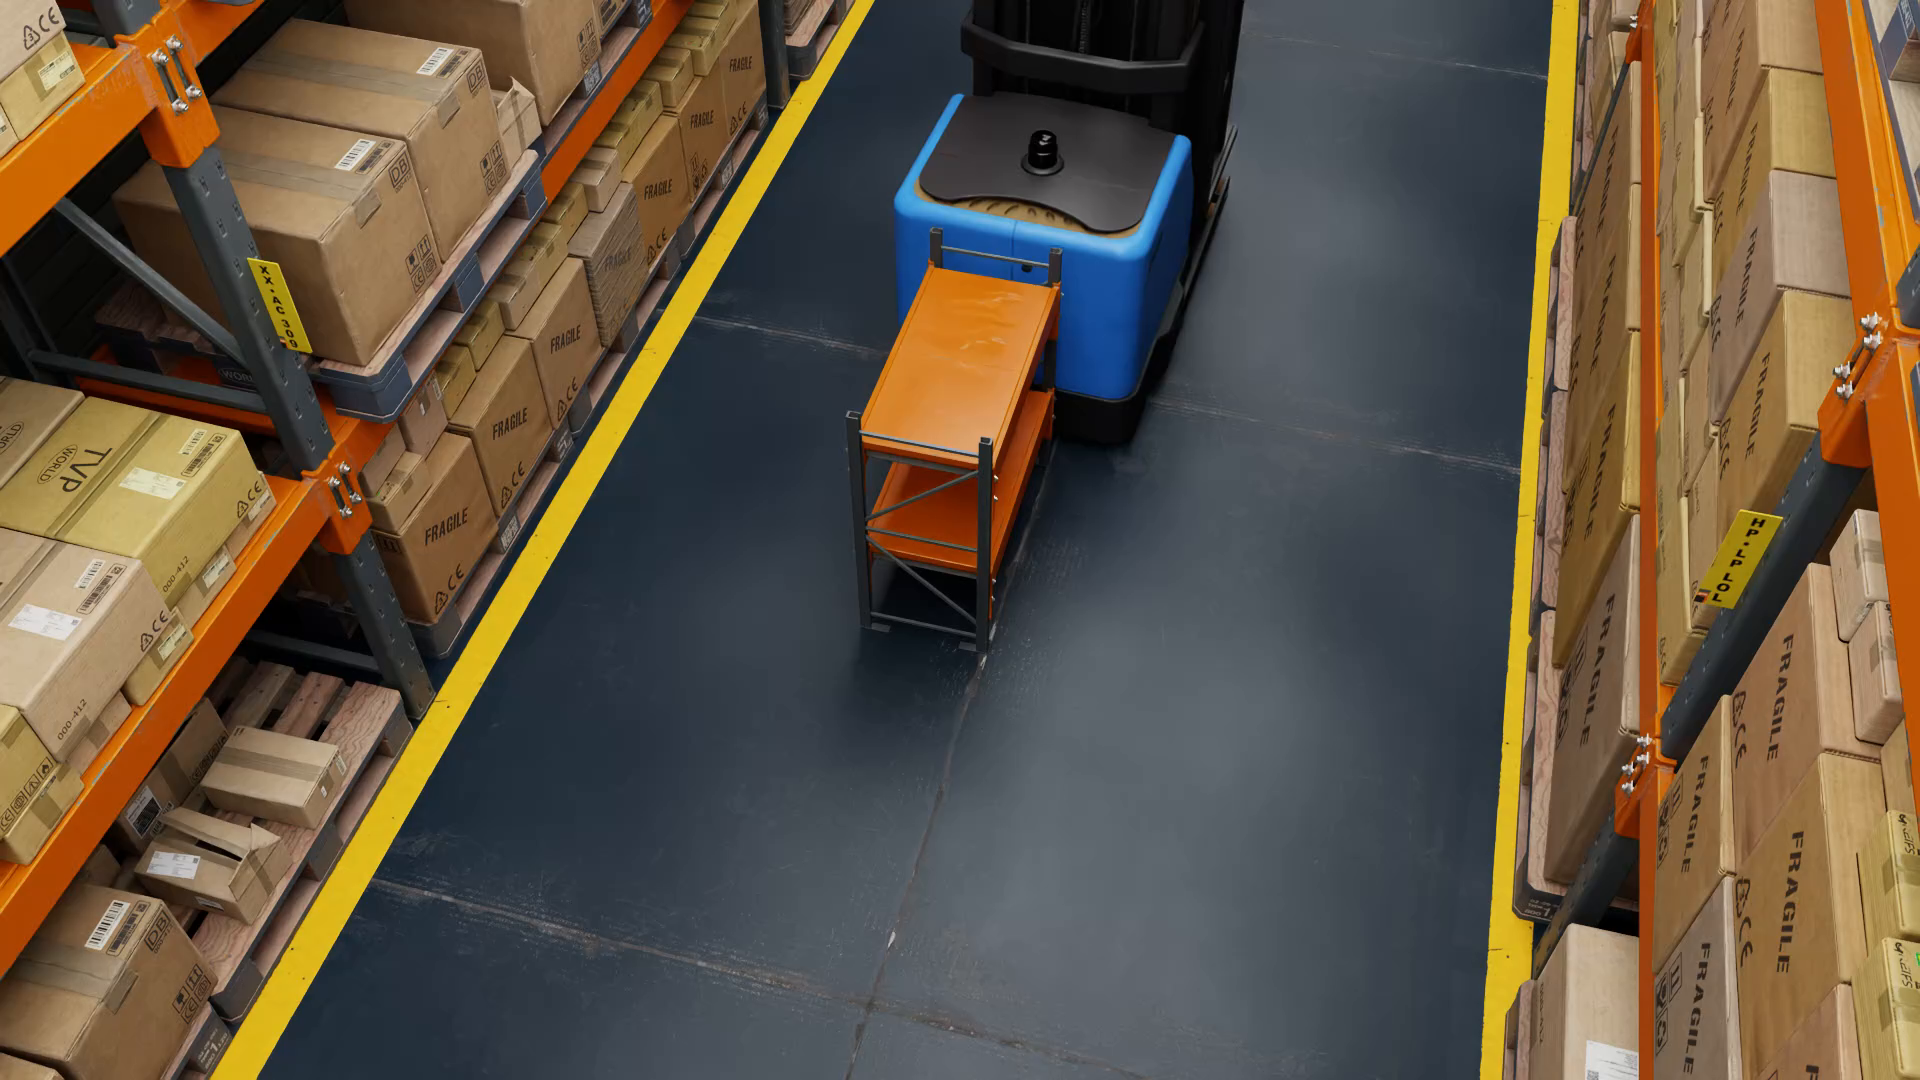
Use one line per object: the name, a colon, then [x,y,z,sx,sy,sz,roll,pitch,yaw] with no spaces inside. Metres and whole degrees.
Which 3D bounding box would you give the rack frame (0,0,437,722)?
rack frame: [-2.436,-0.471,5.084,1.000,3.000,0.127,12,50,10]

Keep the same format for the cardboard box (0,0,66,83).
cardboard box: [-2.322,-1.114,3.552,0.500,0.250,0.500,12,50,10]

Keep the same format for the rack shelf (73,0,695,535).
rack shelf: [-1.910,-1.679,6.630,1.077,0.370,4.000,12,50,10]

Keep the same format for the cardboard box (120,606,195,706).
cardboard box: [-2.369,0.278,4.590,0.380,0.149,0.250,13,50,11]

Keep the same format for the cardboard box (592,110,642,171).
cardboard box: [-1.602,-1.735,7.154,0.380,0.149,0.250,11,49,9]

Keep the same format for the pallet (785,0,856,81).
pallet: [-1.129,-3.029,9.201,1.003,0.211,1.213,12,50,10]

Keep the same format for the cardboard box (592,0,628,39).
cardboard box: [-1.635,-2.320,6.367,0.797,0.503,0.637,11,49,9]

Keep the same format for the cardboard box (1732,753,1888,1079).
cardboard box: [1.855,0.803,3.226,0.500,0.500,0.500,11,49,10]

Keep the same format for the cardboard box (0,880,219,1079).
cardboard box: [-2.701,1.326,4.885,0.700,0.500,0.500,10,49,9]

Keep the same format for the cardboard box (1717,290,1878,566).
cardboard box: [2.229,-0.230,4.138,0.500,0.500,0.500,13,50,11]

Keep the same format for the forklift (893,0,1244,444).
forklift: [0.668,-2.504,6.924,1.130,2.935,3.031,14,50,12]

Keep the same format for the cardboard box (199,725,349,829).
cardboard box: [-2.300,0.795,5.588,0.380,0.149,0.250,10,49,9]

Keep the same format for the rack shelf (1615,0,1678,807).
rack shelf: [2.880,-0.702,5.768,1.077,0.370,4.000,12,50,10]

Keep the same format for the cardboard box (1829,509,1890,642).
cardboard box: [2.020,0.105,3.410,0.380,0.149,0.250,11,49,9]

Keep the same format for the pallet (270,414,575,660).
pallet: [-2.259,-0.144,6.655,1.003,0.211,1.213,12,50,10]

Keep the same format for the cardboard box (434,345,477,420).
cardboard box: [-2.031,-0.608,6.159,0.380,0.149,0.250,9,49,8]

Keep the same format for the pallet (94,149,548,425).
pallet: [-2.121,-0.964,5.647,1.003,0.211,1.213,12,50,10]

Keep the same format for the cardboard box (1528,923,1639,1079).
cardboard box: [2.084,1.648,4.642,0.875,0.438,0.875,11,49,9]

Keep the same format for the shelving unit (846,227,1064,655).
shelving unit: [-0.002,-0.367,6.243,0.538,1.125,1.048,12,50,10]

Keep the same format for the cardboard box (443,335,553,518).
cardboard box: [-1.961,-0.475,6.475,0.500,0.500,0.500,11,49,10]

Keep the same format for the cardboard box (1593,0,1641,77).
cardboard box: [3.751,-2.599,8.434,0.950,0.372,0.625,11,49,9]

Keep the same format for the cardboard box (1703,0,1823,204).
cardboard box: [2.632,-1.346,5.123,0.500,0.500,0.500,12,50,11]

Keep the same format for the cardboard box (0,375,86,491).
cardboard box: [-2.827,-0.214,4.759,0.500,0.250,0.500,11,50,10]

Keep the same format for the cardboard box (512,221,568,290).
cardboard box: [-1.802,-1.161,6.647,0.380,0.149,0.250,13,50,11]

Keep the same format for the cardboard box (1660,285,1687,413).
cardboard box: [2.514,-0.548,5.252,0.500,0.250,0.500,10,49,9]

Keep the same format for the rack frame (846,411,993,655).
rack frame: [-0.136,0.000,5.918,0.500,1.125,0.032,12,50,10]

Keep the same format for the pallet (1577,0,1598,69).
pallet: [3.936,-2.909,9.095,1.003,0.211,1.213,12,50,10]

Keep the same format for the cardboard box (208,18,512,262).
cardboard box: [-1.957,-1.323,5.489,0.700,0.500,0.500,12,50,10]

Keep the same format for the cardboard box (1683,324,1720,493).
cardboard box: [2.359,-0.339,4.734,0.500,0.250,0.500,13,50,11]

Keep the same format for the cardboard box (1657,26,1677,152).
cardboard box: [2.916,-1.658,6.232,0.500,0.250,0.500,10,49,9]

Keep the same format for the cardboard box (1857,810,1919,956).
cardboard box: [1.817,0.654,2.925,0.380,0.149,0.250,11,50,10]

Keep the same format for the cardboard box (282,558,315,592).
cardboard box: [-2.593,-0.196,6.228,0.500,0.500,0.500,11,50,10]

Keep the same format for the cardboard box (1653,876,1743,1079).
cardboard box: [1.841,1.124,3.609,0.500,0.500,0.500,12,50,10]

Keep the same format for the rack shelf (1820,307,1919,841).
rack shelf: [1.827,1.198,2.090,1.077,0.370,4.000,12,50,10]

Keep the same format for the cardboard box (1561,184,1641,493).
cardboard box: [2.905,-0.695,6.419,0.875,0.875,0.875,12,50,10]

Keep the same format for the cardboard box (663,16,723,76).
cardboard box: [-1.311,-2.280,7.635,0.380,0.149,0.250,9,49,8]

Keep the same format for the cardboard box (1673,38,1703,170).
cardboard box: [2.754,-1.453,5.718,0.500,0.250,0.500,11,50,10]

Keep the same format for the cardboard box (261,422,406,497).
cardboard box: [-2.144,-0.314,5.702,0.380,0.149,0.250,11,49,9]

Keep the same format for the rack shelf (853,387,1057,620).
rack shelf: [-0.002,-0.206,6.426,0.538,0.278,1.000,12,50,10]

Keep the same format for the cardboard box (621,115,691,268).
cardboard box: [-1.565,-1.588,7.457,0.500,0.500,0.500,14,50,12]

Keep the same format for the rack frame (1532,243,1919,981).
rack frame: [2.353,0.506,4.221,1.000,3.000,0.127,12,50,10]

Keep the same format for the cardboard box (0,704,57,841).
cardboard box: [-2.597,0.620,4.022,0.500,0.250,0.500,11,50,10]

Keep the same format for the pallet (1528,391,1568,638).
pallet: [2.803,-0.029,6.554,1.003,0.211,1.213,12,50,10]
